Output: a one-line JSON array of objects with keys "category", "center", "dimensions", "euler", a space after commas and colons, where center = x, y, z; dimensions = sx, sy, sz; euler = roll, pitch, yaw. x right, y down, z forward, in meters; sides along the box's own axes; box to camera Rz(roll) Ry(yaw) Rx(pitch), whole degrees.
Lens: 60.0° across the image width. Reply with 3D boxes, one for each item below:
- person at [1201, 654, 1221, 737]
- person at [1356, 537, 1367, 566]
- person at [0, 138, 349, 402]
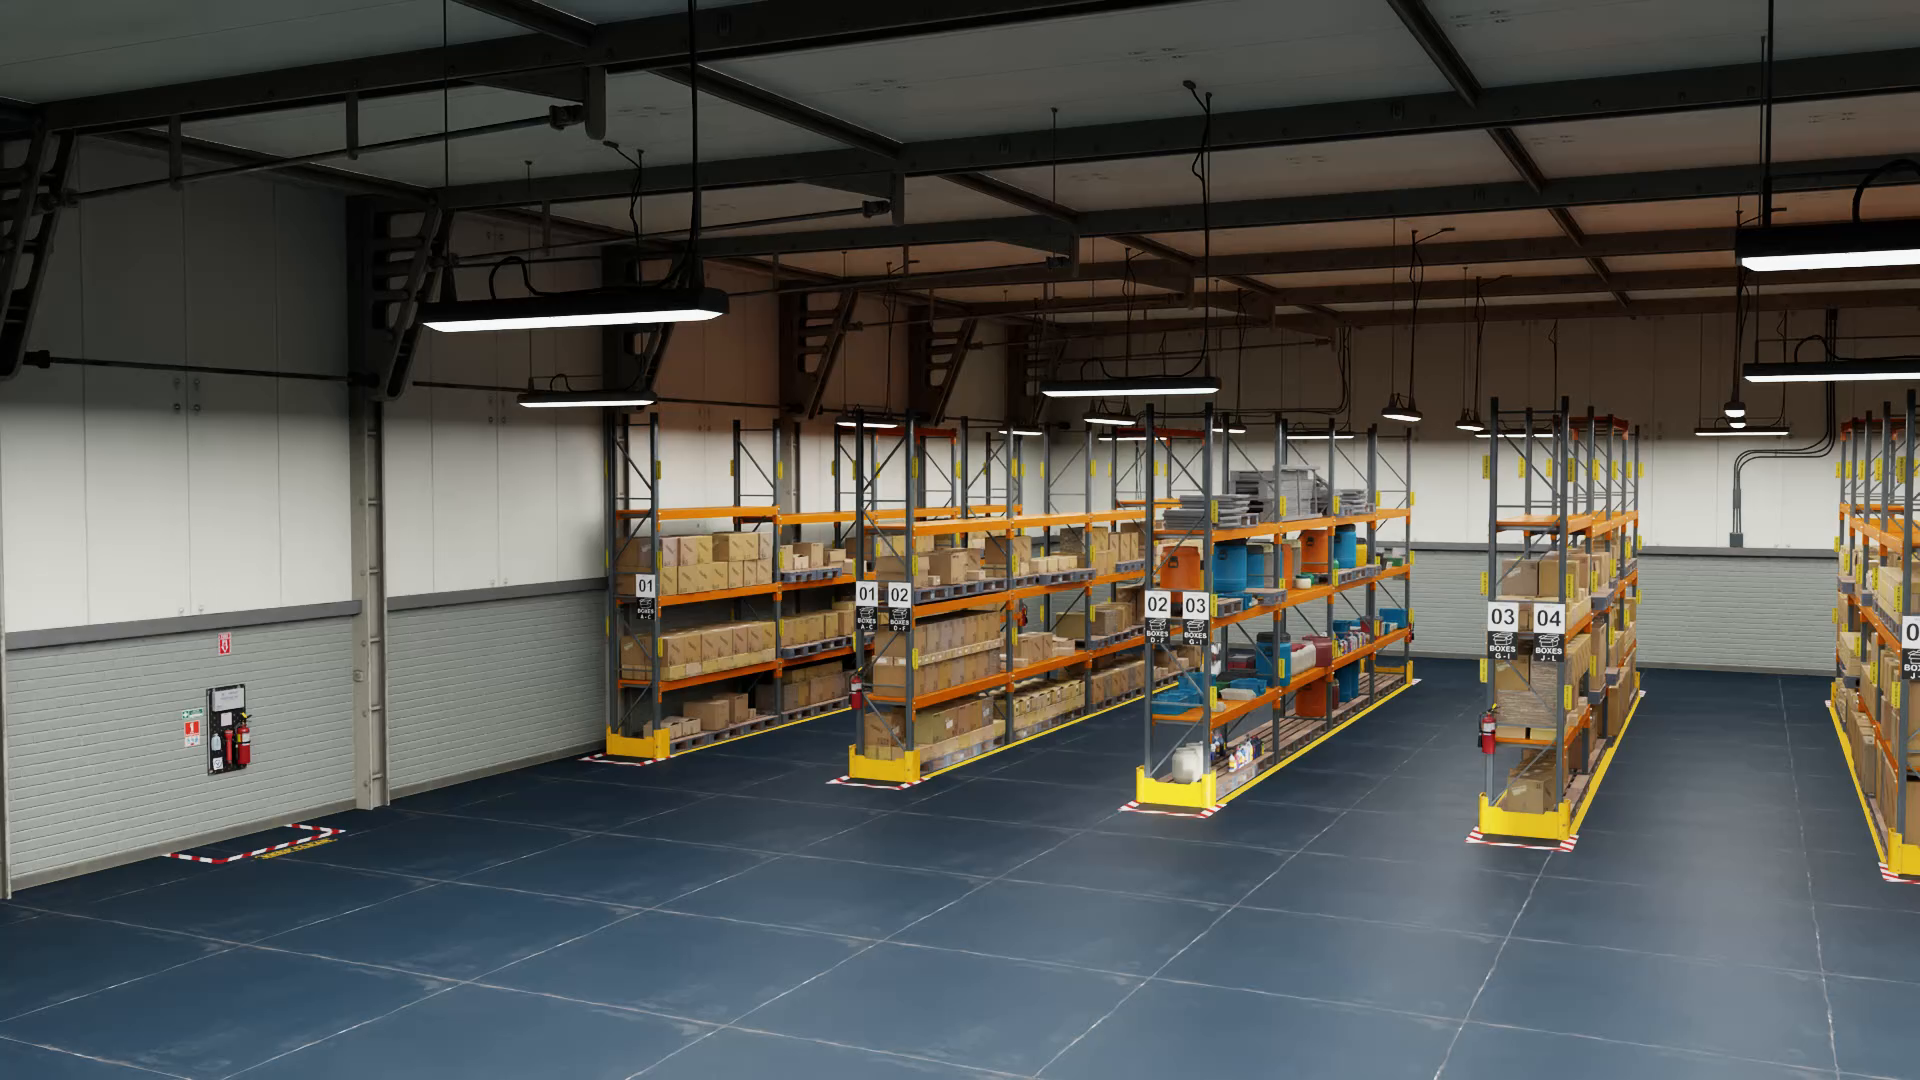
[{"category": "person", "center": [4.628, 2.849, 30.620], "dimensions": [0.902, 1.689, 0.566], "euler": [-2, 3, -41]}, {"category": "person", "center": [14.191, 1.684, 28.025], "dimensions": [16.595, 2.906, 9.153], "euler": [1, 3, 20]}, {"category": "person", "center": [3.554, -0.516, 24.244], "dimensions": [25.129, 8.997, 19.237], "euler": [1, 3, 19]}]
